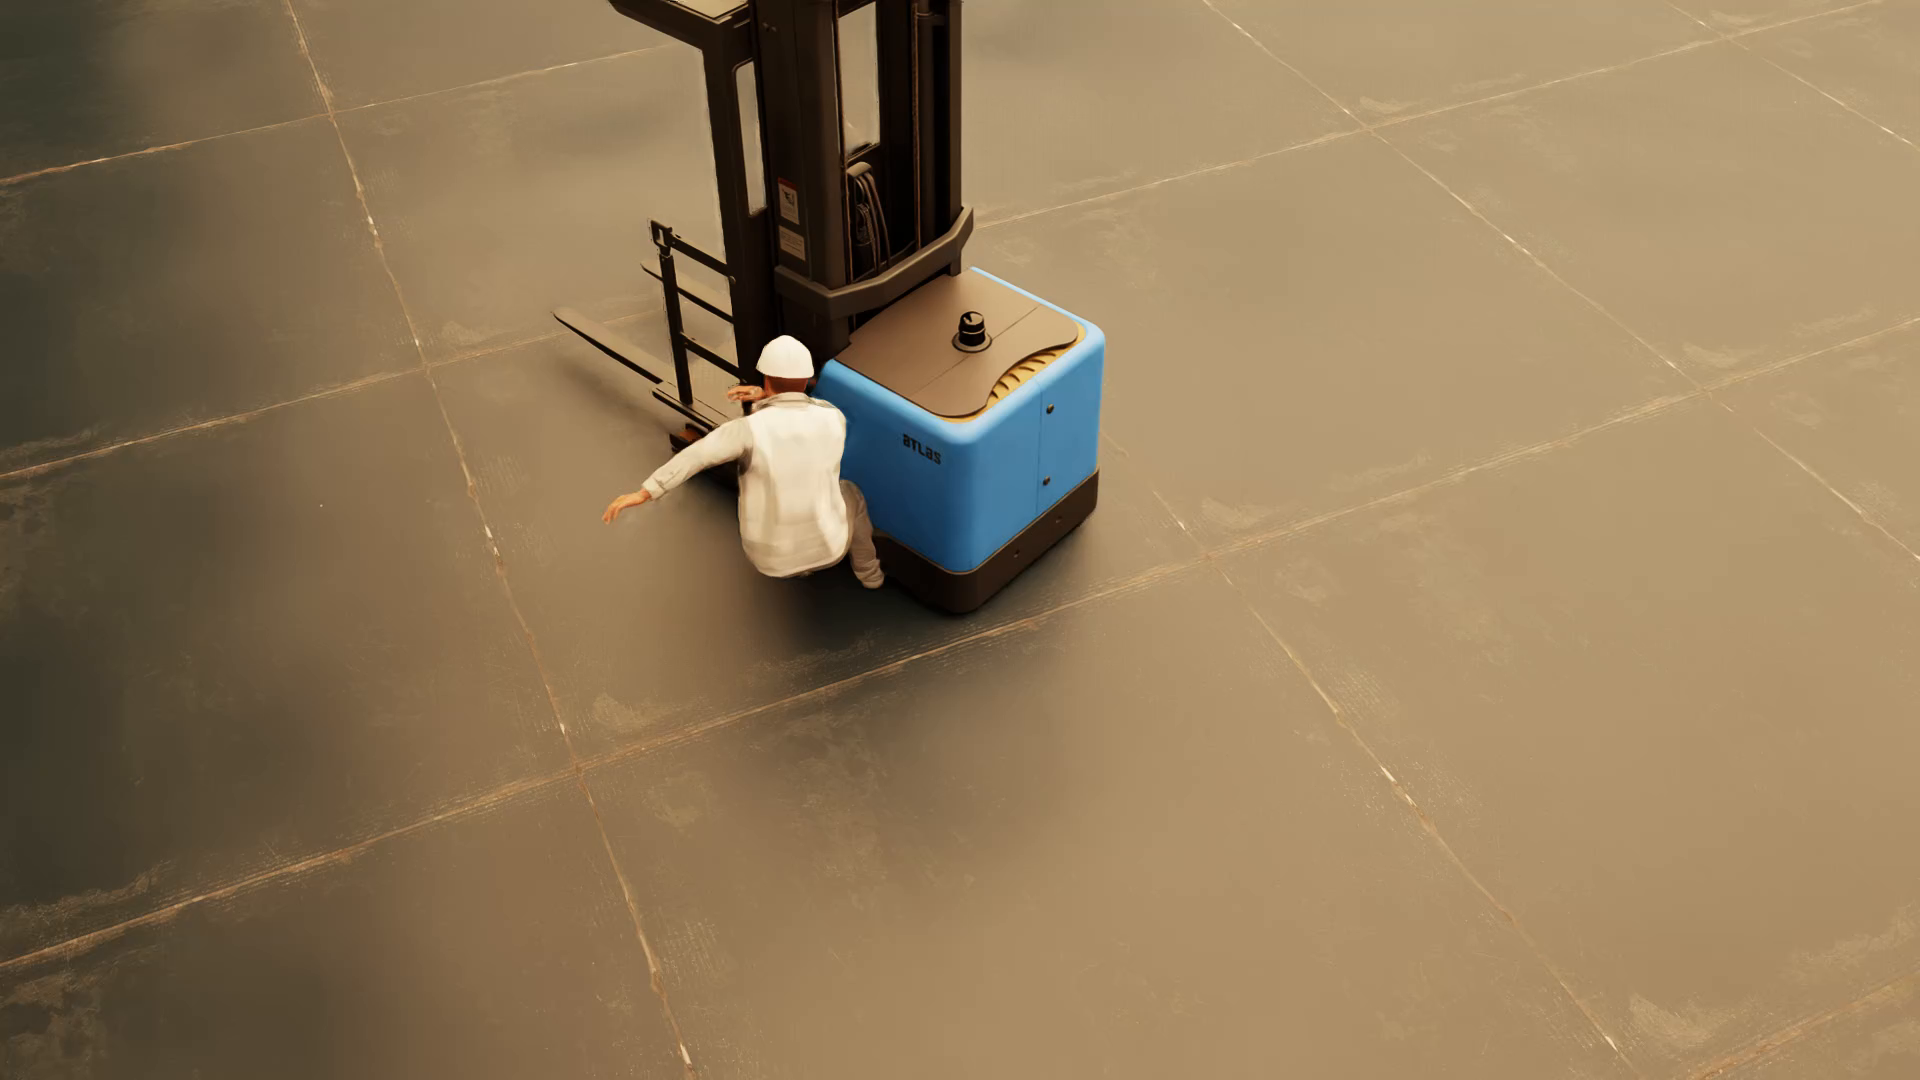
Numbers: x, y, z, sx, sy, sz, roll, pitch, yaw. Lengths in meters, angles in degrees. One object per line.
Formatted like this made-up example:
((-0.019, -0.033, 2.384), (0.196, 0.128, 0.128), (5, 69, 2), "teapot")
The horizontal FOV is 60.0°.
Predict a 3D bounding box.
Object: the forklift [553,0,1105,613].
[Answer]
((-0.794, -1.612, 7.407), (3.031, 2.935, 1.130), (31, 51, 29), "forklift")

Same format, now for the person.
((-0.866, -0.173, 6.998), (1.278, 1.443, 0.824), (-12, 44, -12), "person")
